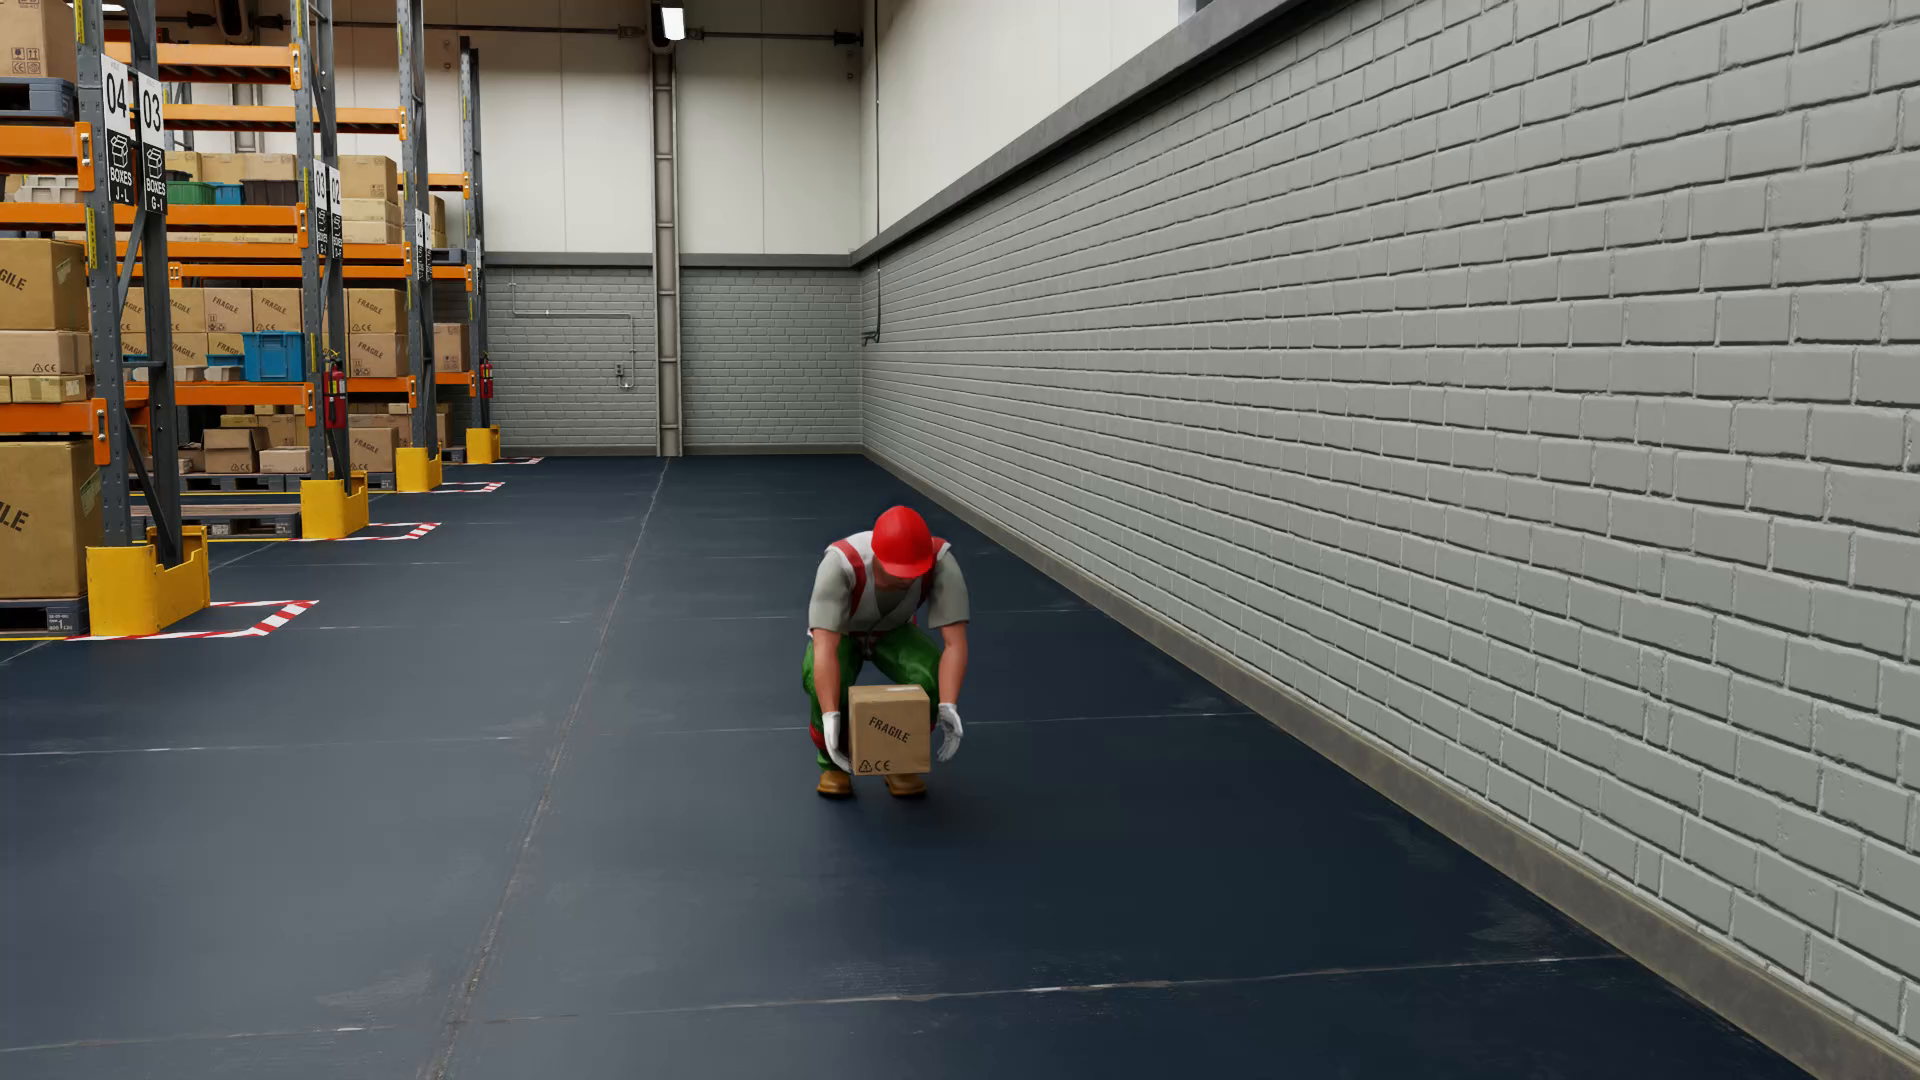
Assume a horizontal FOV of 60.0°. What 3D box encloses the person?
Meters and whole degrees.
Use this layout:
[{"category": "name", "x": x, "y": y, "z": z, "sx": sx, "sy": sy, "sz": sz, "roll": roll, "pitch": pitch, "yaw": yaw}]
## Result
[{"category": "person", "x": -0.272, "y": 0.384, "z": 5.902, "sx": 0.579, "sy": 1.074, "sz": 0.860, "roll": -1, "pitch": 6, "yaw": -9}]
